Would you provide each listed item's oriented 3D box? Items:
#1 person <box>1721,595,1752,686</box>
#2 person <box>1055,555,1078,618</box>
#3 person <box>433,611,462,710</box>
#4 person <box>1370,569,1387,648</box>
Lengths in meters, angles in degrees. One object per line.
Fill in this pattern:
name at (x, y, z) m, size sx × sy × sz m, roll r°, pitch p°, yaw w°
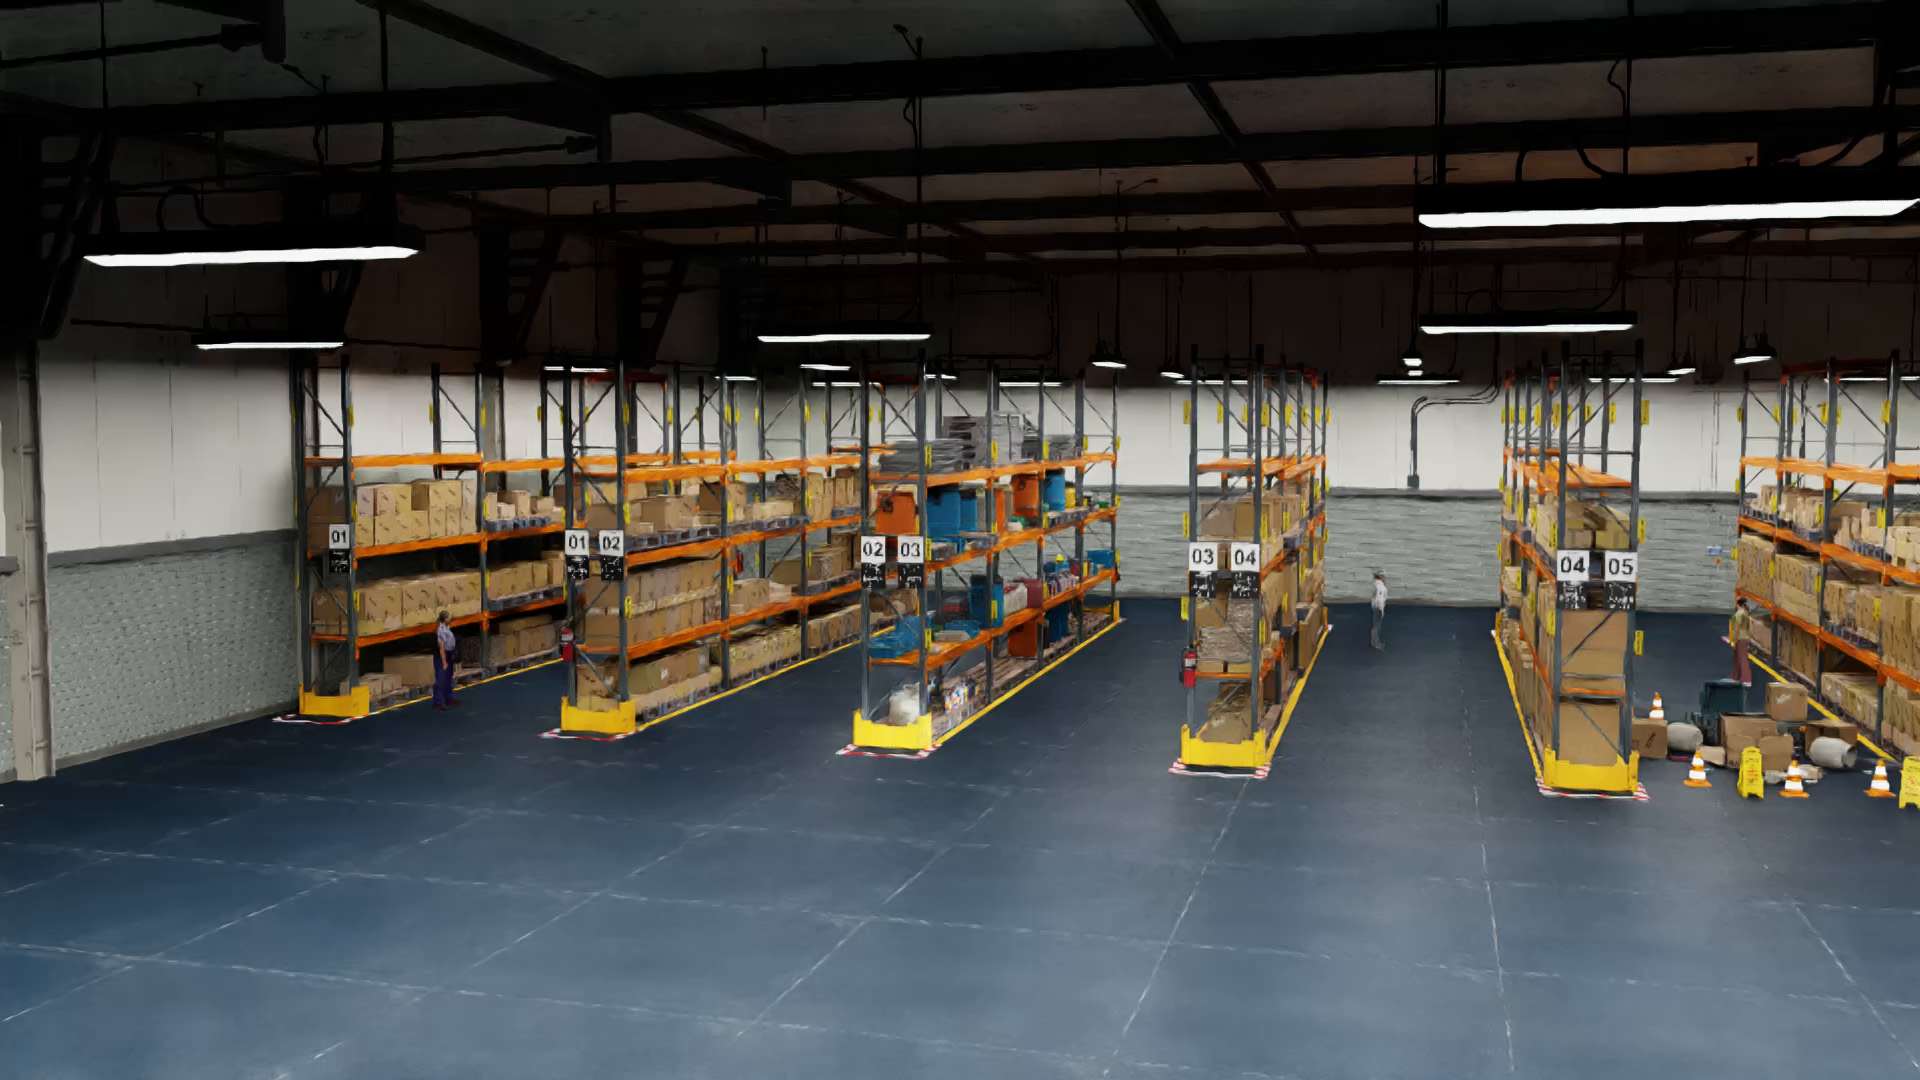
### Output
person at (14.404, 1.846, 30.777) m, size 0.575 × 1.664 × 0.572 m, roll 3°, pitch 5°, yaw 37°
person at (2.421, 1.203, 39.360) m, size 0.618 × 1.717 × 0.962 m, roll 3°, pitch 5°, yaw 38°
person at (-8.778, 2.036, 28.425) m, size 0.445 × 1.657 × 0.578 m, roll -1°, pitch 4°, yaw -11°
person at (9.026, 1.461, 35.828) m, size 0.365 × 1.678 × 0.570 m, roll 0°, pitch 4°, yaw 4°
